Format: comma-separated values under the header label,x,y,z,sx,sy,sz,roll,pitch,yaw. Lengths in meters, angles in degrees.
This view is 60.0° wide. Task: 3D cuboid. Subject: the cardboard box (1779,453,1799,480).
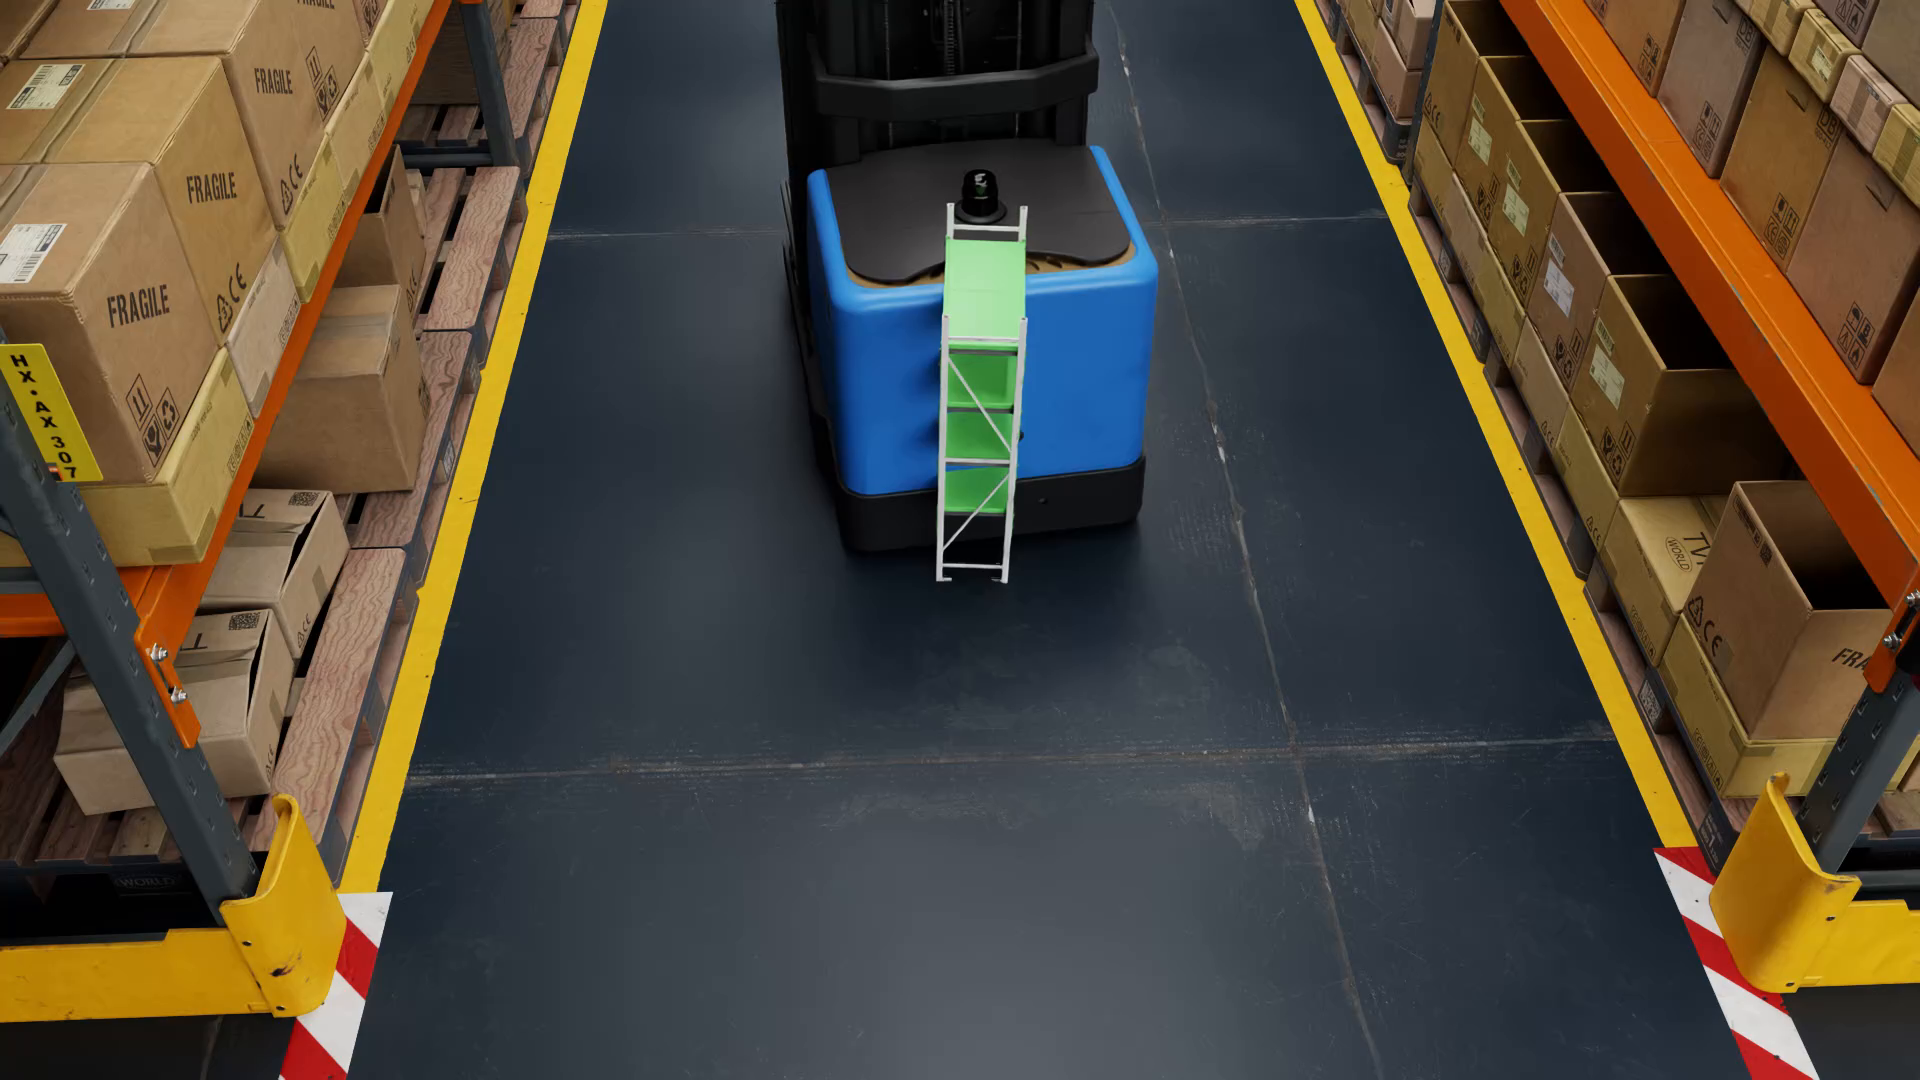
label,x,y,z,sx,sy,sz,roll,pitch,yaw
cardboard box,2.821,-0.507,5.252,0.500,0.500,0.500,-2,43,-2

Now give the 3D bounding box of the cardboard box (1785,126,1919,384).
label,x,y,z,sx,sy,sz,roll,pitch,yaw
cardboard box,2.645,-0.753,4.278,0.700,0.500,0.500,-1,43,-1

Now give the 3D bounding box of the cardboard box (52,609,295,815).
label,x,y,z,sx,sy,sz,roll,pitch,yaw
cardboard box,-2.210,0.458,4.695,0.500,0.311,0.500,-6,43,-7

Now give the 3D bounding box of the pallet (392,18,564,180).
label,x,y,z,sx,sy,sz,roll,pitch,yaw
pallet,-2.475,-2.100,7.884,1.003,0.211,1.213,-2,43,-2

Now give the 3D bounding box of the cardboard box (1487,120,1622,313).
label,x,y,z,sx,sy,sz,roll,pitch,yaw
cardboard box,2.258,-1.167,5.972,0.500,0.500,0.500,-2,43,-2

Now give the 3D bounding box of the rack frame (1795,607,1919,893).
label,x,y,z,sx,sy,sz,roll,pitch,yaw
rack frame,2.679,-0.046,3.580,1.000,3.000,0.127,-2,43,-2

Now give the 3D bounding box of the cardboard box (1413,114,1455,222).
label,x,y,z,sx,sy,sz,roll,pitch,yaw
cardboard box,2.226,-1.566,6.963,0.500,0.250,0.500,-2,43,-2

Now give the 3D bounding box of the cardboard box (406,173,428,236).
label,x,y,z,sx,sy,sz,roll,pitch,yaw
cardboard box,-2.387,-1.359,6.784,0.380,0.166,0.250,-7,43,-7

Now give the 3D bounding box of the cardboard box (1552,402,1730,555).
label,x,y,z,sx,sy,sz,roll,pitch,yaw
cardboard box,2.305,-0.216,5.489,0.500,0.250,0.500,-2,43,-2

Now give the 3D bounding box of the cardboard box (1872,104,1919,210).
label,x,y,z,sx,sy,sz,roll,pitch,yaw
cardboard box,2.449,-0.924,3.984,0.380,0.149,0.250,-2,43,-2

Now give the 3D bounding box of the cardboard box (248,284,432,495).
label,x,y,z,sx,sy,sz,roll,pitch,yaw
cardboard box,-2.215,-0.493,5.593,0.700,0.500,0.500,-4,43,-4

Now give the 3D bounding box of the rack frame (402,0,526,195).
label,x,y,z,sx,sy,sz,roll,pitch,yaw
rack frame,-2.440,-2.602,6.369,1.000,3.000,0.127,-2,43,-2

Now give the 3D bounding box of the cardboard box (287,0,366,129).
label,x,y,z,sx,sy,sz,roll,pitch,yaw
cardboard box,-2.051,-1.492,4.699,0.500,0.500,0.500,0,43,0

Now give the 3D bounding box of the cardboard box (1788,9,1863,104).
label,x,y,z,sx,sy,sz,roll,pitch,yaw
cardboard box,2.429,-1.271,4.363,0.380,0.149,0.250,0,43,0

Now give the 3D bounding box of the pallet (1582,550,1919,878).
label,x,y,z,sx,sy,sz,roll,pitch,yaw
pallet,2.605,0.467,5.085,1.003,0.211,1.213,-2,43,-2

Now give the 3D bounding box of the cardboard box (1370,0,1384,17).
label,x,y,z,sx,sy,sz,roll,pitch,yaw
cardboard box,2.177,-2.711,7.797,0.500,0.311,0.500,-1,43,-1

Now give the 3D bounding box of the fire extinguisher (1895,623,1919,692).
label,x,y,z,sx,sy,sz,roll,pitch,yaw
fire extinguisher,2.220,0.075,3.505,0.296,0.674,0.183,-2,43,-2

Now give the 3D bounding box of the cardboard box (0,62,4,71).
label,x,y,z,sx,sy,sz,roll,pitch,yaw
cardboard box,-2.514,-0.782,3.925,0.500,0.500,0.500,-1,43,-1

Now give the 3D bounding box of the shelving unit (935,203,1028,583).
label,x,y,z,sx,sy,sz,roll,pitch,yaw
shelving unit,0.061,-0.431,5.297,0.258,1.200,0.503,2,50,0

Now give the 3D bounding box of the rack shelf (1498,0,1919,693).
label,x,y,z,sx,sy,sz,roll,pitch,yaw
rack shelf,2.594,-1.131,5.297,1.077,0.370,4.000,-2,43,-2

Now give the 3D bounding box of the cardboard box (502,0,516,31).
label,x,y,z,sx,sy,sz,roll,pitch,yaw
cardboard box,-2.560,-2.686,7.985,0.700,0.500,0.500,-2,43,-3

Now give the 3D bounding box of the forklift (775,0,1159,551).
label,x,y,z,sx,sy,sz,roll,pitch,yaw
forklift,-0.126,-2.046,5.813,1.130,2.935,3.031,-7,43,-7

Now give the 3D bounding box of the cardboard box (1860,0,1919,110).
label,x,y,z,sx,sy,sz,roll,pitch,yaw
cardboard box,2.642,-1.267,3.879,0.700,0.500,0.500,-3,43,-3

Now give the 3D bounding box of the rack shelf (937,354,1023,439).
label,x,y,z,sx,sy,sz,roll,pitch,yaw
rack shelf,0.065,-0.543,5.162,0.258,0.148,0.480,2,50,0

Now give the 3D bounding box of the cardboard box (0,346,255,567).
label,x,y,z,sx,sy,sz,roll,pitch,yaw
cardboard box,-1.974,-0.192,3.836,0.500,0.250,0.500,-3,43,-3

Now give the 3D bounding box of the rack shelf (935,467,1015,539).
label,x,y,z,sx,sy,sz,roll,pitch,yaw
rack shelf,0.054,-0.238,5.531,0.258,0.148,0.480,2,50,0

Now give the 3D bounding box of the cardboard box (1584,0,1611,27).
label,x,y,z,sx,sy,sz,roll,pitch,yaw
cardboard box,2.563,-2.128,5.778,0.700,0.500,0.500,-2,43,-2

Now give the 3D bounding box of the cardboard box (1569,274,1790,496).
label,x,y,z,sx,sy,sz,roll,pitch,yaw
cardboard box,2.302,-0.492,5.236,0.500,0.500,0.500,-2,43,-2

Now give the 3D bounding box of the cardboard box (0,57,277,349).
label,x,y,z,sx,sy,sz,roll,pitch,yaw
cardboard box,-2.001,-0.795,3.939,0.500,0.500,0.500,-2,43,-2

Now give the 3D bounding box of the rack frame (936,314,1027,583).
label,x,y,z,sx,sy,sz,roll,pitch,yaw
rack frame,0.055,-0.243,5.142,0.240,1.200,0.015,2,50,0

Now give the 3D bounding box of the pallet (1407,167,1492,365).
label,x,y,z,sx,sy,sz,roll,pitch,yaw
pallet,2.501,-1.181,6.882,1.003,0.211,1.213,-2,43,-2

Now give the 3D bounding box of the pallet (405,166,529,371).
label,x,y,z,sx,sy,sz,roll,pitch,yaw
pallet,-2.376,-1.122,6.817,1.003,0.211,1.213,-2,43,-2

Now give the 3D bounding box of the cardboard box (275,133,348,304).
label,x,y,z,sx,sy,sz,roll,pitch,yaw
cardboard box,-2.026,-0.886,4.593,0.500,0.250,0.500,-2,43,-2

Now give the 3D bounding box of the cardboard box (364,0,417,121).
label,x,y,z,sx,sy,sz,roll,pitch,yaw
cardboard box,-2.067,-1.567,5.336,0.500,0.250,0.500,-2,43,-2

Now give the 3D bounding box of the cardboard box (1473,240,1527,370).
label,x,y,z,sx,sy,sz,roll,pitch,yaw
cardboard box,2.258,-0.891,6.226,0.500,0.250,0.500,-2,43,-2

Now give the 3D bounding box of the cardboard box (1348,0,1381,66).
label,x,y,z,sx,sy,sz,roll,pitch,yaw
cardboard box,2.182,-2.501,7.983,0.500,0.250,0.500,-2,43,-2

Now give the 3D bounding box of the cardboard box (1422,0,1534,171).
label,x,y,z,sx,sy,sz,roll,pitch,yaw
cardboard box,2.216,-1.842,6.709,0.500,0.500,0.500,-2,43,-2

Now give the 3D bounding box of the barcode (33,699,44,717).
label,x,y,z,sx,sy,sz,roll,pitch,yaw
barcode,-2.610,0.454,4.693,0.001,0.075,0.075,-2,43,-2

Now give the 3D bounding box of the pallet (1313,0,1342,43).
label,x,y,z,sx,sy,sz,roll,pitch,yaw
pallet,2.384,-3.041,8.911,1.003,0.211,1.213,-2,43,-2

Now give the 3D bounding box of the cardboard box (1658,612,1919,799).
label,x,y,z,sx,sy,sz,roll,pitch,yaw
cardboard box,2.361,0.459,4.753,0.500,0.250,0.500,-2,43,-2

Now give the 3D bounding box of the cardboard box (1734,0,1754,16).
label,x,y,z,sx,sy,sz,roll,pitch,yaw
cardboard box,2.404,-1.622,4.745,0.380,0.149,0.250,-2,43,-2

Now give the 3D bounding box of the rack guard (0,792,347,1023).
label,x,y,z,sx,sy,sz,roll,pitch,yaw
rack guard,-2.273,0.969,4.323,1.175,0.500,0.348,-2,43,-2

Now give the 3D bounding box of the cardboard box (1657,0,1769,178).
label,x,y,z,sx,sy,sz,roll,pitch,yaw
cardboard box,2.603,-1.444,5.031,0.700,0.500,0.500,0,43,-1
